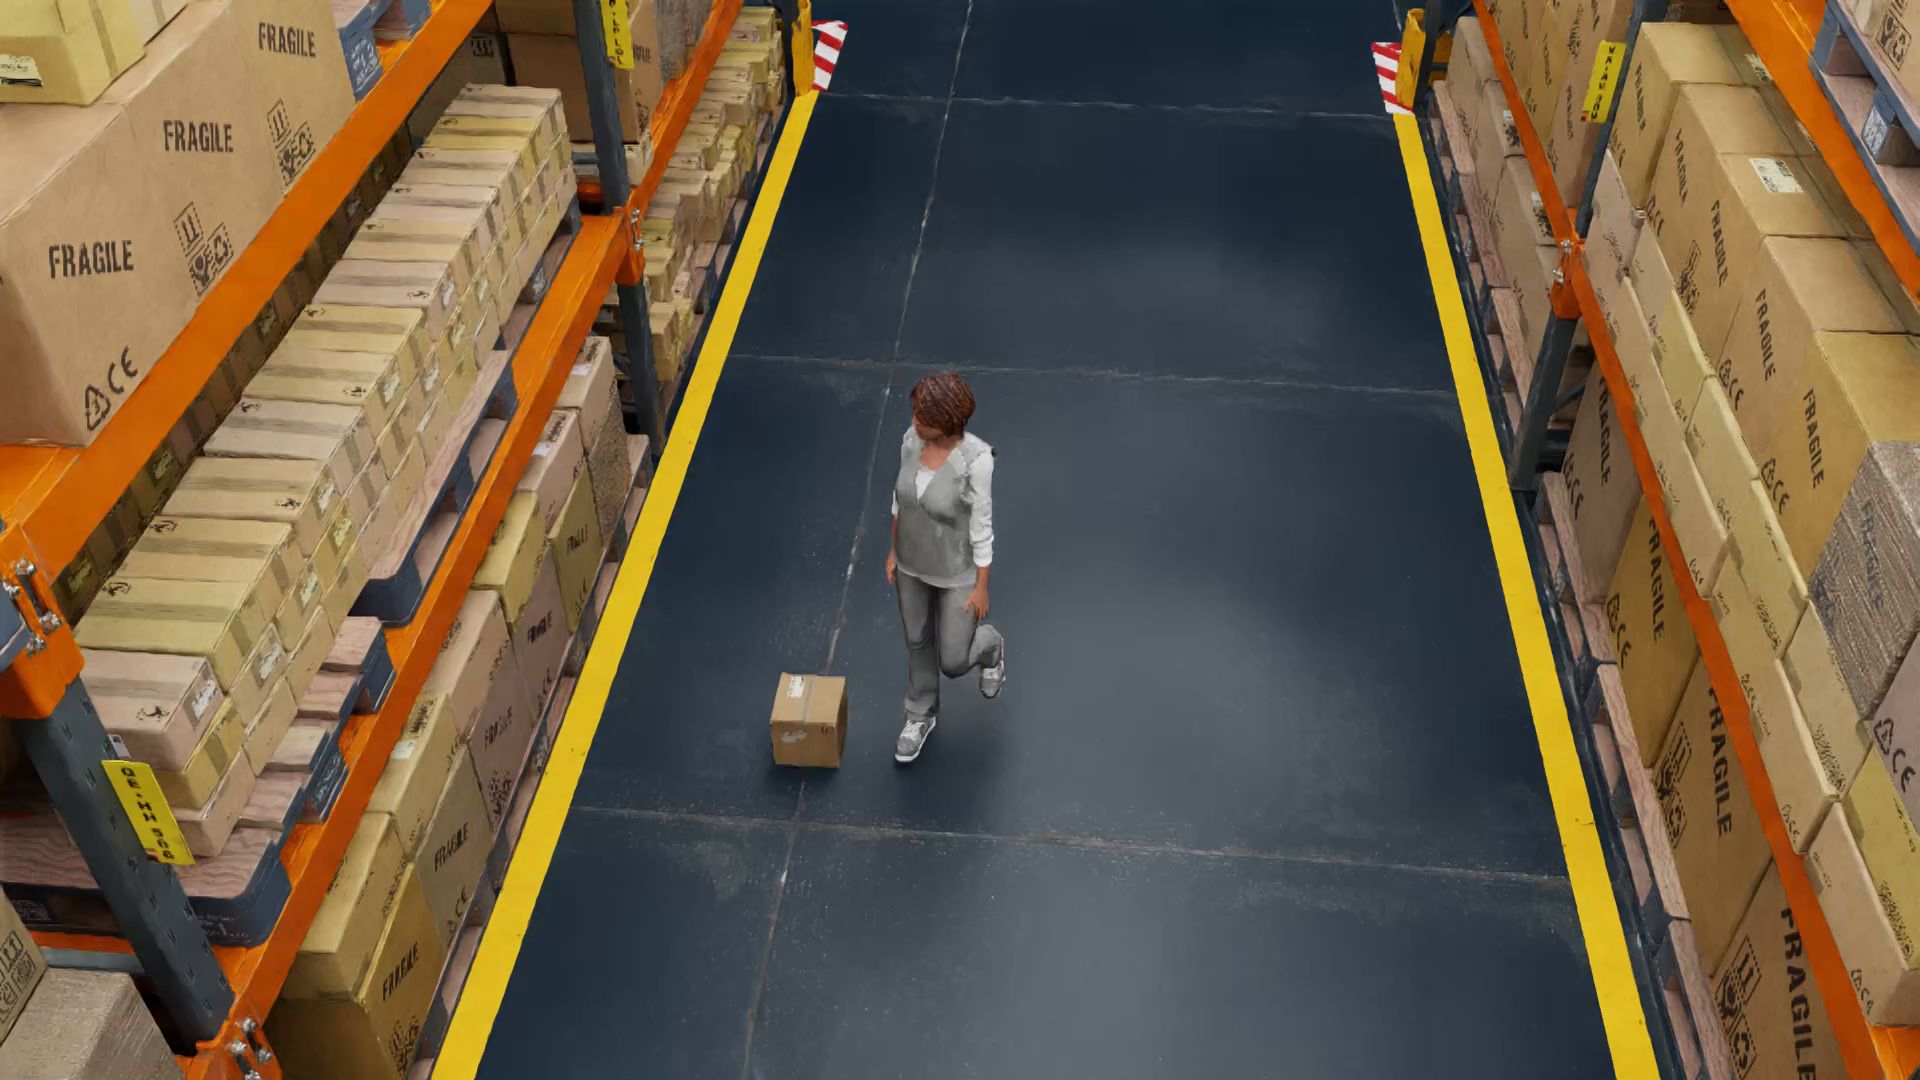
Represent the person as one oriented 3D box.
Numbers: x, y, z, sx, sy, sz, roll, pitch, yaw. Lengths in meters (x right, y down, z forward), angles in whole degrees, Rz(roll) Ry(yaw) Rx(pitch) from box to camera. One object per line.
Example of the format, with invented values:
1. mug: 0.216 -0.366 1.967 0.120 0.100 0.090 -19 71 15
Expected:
1. person: -0.069 0.140 6.058 0.463 1.492 0.579 25 46 26
